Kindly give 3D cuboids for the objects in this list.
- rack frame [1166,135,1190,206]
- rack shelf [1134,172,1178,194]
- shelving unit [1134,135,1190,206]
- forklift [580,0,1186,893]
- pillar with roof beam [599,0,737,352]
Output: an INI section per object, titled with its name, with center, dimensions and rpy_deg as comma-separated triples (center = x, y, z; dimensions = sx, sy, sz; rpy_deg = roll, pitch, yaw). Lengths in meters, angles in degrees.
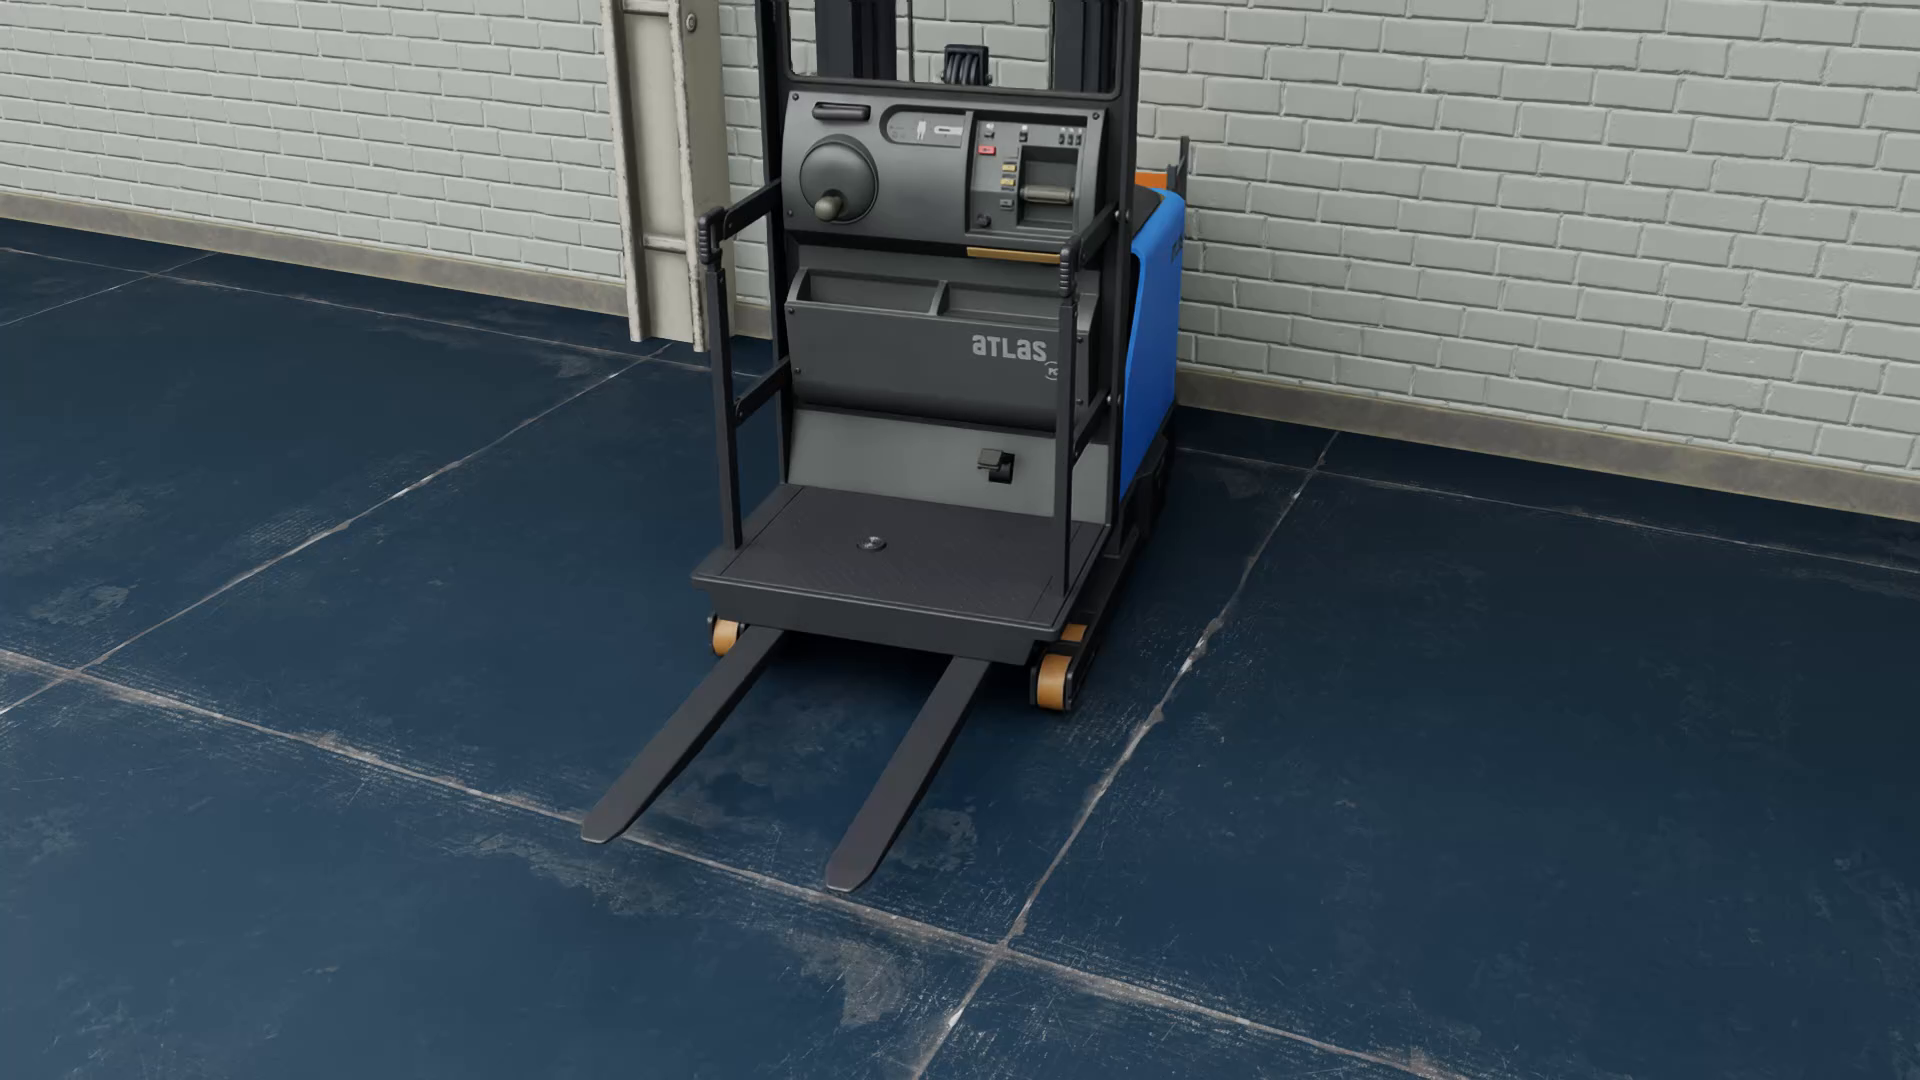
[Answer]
[rack frame]
center = 0.805, -0.927, 6.360
dimensions = 0.032, 1.125, 0.500
rpy_deg = 6, 27, 11
[rack shelf]
center = 0.309, -1.239, 6.330
dimensions = 1.000, 0.278, 0.538
rpy_deg = 6, 27, 11
[shelving unit]
center = 0.309, -0.976, 6.459
dimensions = 1.048, 1.125, 0.538
rpy_deg = 6, 27, 11
[forklift]
center = -0.118, -1.021, 4.505
dimensions = 1.130, 2.935, 3.031
rpy_deg = 8, 27, 15
[pillar with roof beam]
center = -3.048, -3.245, 2.153
dimensions = 0.400, 9.000, 9.100
rpy_deg = 11, 28, 22
